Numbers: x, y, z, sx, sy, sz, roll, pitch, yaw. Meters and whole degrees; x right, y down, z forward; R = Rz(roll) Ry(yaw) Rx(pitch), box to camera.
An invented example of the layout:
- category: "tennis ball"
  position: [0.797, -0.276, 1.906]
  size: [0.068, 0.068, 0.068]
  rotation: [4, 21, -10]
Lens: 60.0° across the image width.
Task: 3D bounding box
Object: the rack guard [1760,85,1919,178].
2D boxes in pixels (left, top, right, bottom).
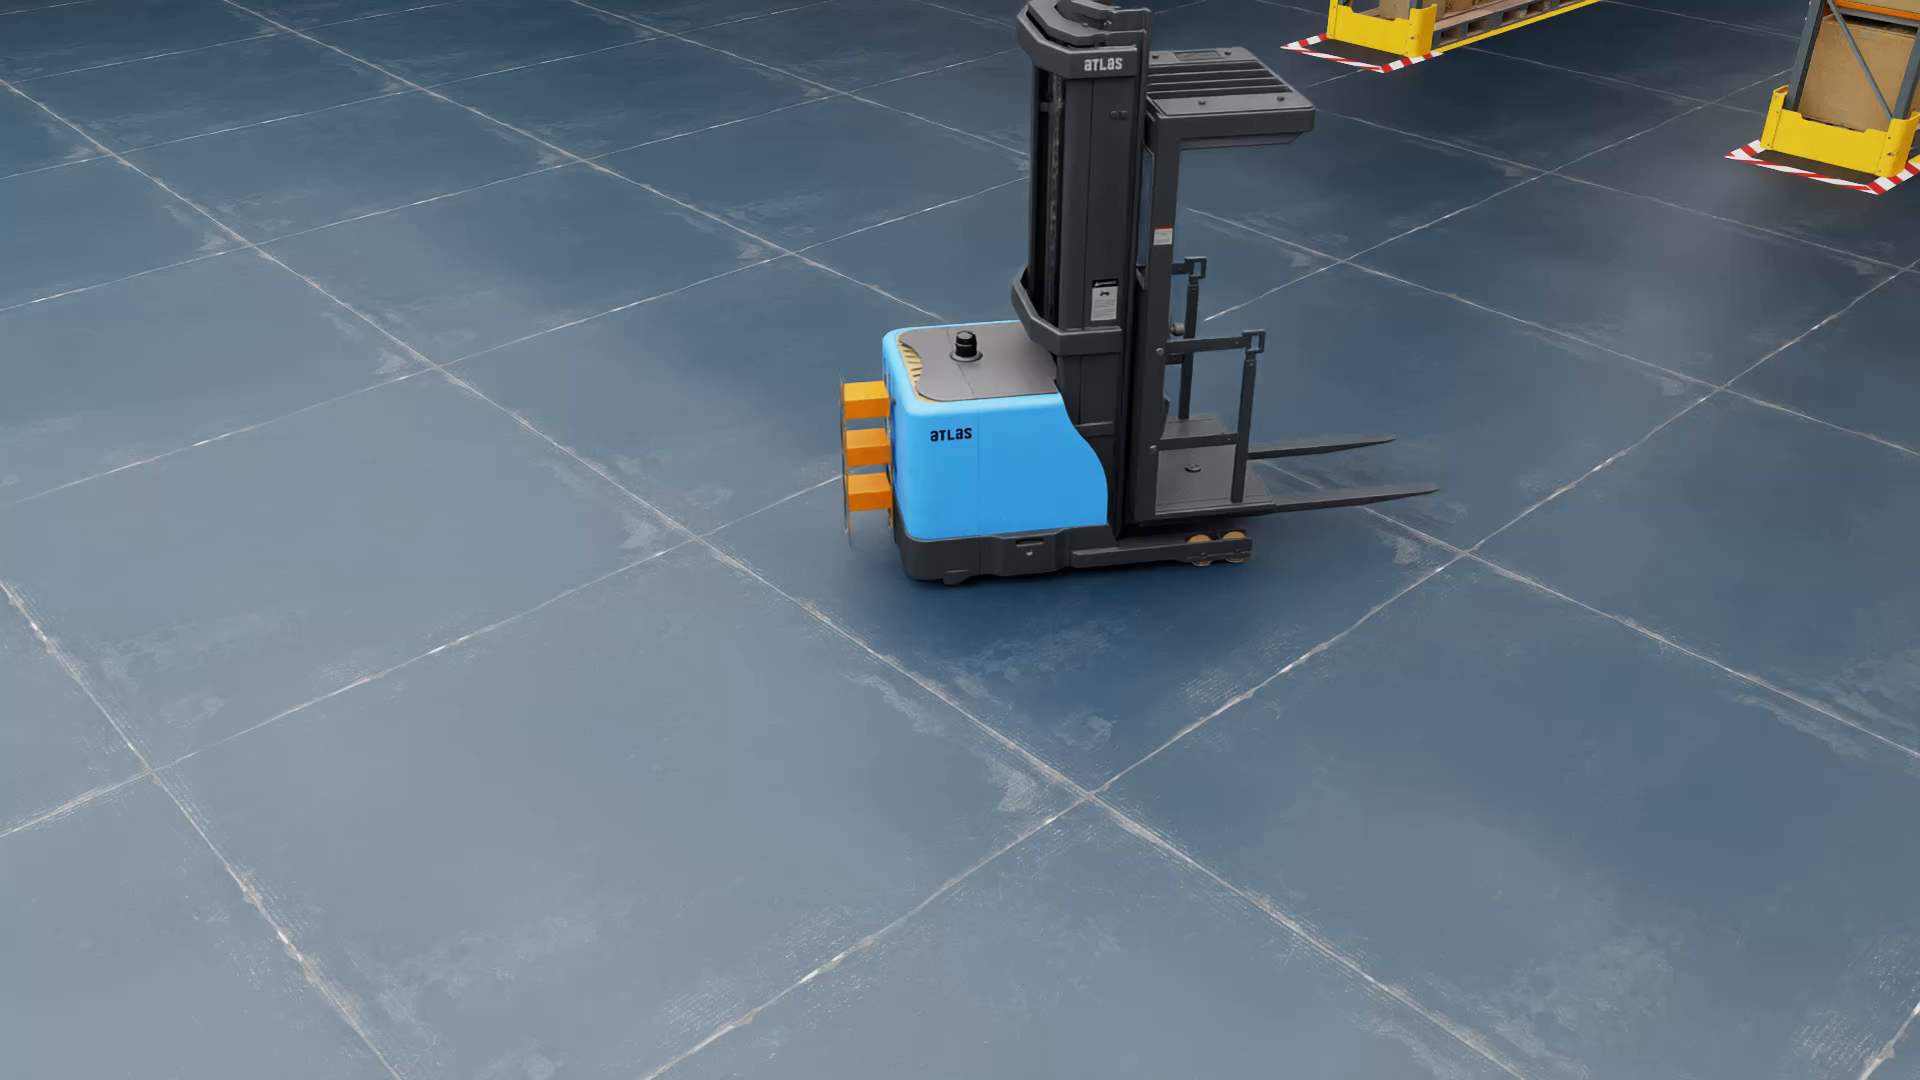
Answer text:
- category: "rack guard"
  position: [7.753, -3.617, 14.686]
  size: [0.348, 0.500, 1.175]
  rotation: [-26, 40, -35]

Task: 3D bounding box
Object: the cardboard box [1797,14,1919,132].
- category: "cardboard box"
  position: [8.223, -4.231, 14.928]
  size: [0.875, 0.875, 0.875]
  rotation: [-26, 40, -35]

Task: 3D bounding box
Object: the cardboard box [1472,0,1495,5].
- category: "cardboard box"
  position: [5.829, -6.393, 18.824]
  size: [0.500, 0.500, 0.500]
  rotation: [-22, 38, -31]

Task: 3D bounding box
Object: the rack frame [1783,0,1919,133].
- category: "rack frame"
  position: [7.771, -4.692, 14.048]
  size: [0.127, 3.000, 1.000]
  rotation: [-26, 40, -35]

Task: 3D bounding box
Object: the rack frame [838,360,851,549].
- category: "rack frame"
  position: [-0.625, -0.450, 8.980]
  size: [0.008, 1.050, 0.200]
  rotation: [-5, 32, -9]

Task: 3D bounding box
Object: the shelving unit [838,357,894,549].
- category: "shelving unit"
  position: [-0.505, -0.462, 8.998]
  size: [0.252, 1.050, 0.215]
  rotation: [-5, 32, -9]

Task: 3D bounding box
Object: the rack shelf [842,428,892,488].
- category: "rack shelf"
  position: [-0.505, -0.453, 9.004]
  size: [0.240, 0.259, 0.215]
  rotation: [-5, 32, -9]

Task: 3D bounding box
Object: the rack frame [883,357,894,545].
- category: "rack frame"
  position: [-0.385, -0.473, 9.017]
  size: [0.008, 1.050, 0.200]
  rotation: [-5, 32, -9]

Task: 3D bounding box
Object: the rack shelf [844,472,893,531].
- category: "rack shelf"
  position: [-0.505, -0.215, 9.149]
  size: [0.240, 0.259, 0.215]
  rotation: [-5, 32, -9]

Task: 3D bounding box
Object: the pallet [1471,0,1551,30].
- category: "pallet"
  position: [6.042, -6.168, 19.135]
  size: [1.213, 0.211, 1.003]
  rotation: [-26, 40, -35]

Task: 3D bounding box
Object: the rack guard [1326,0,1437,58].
- category: "rack guard"
  position: [4.528, -5.586, 17.906]
  size: [0.348, 0.500, 1.175]
  rotation: [-26, 40, -35]

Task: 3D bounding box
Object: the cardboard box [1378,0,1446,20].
- category: "cardboard box"
  position: [4.942, -5.953, 18.104]
  size: [0.500, 0.500, 0.500]
  rotation: [-18, 36, -27]

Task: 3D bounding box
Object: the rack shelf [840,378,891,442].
- category: "rack shelf"
  position: [-0.505, -0.695, 8.856]
  size: [0.240, 0.259, 0.215]
  rotation: [-5, 32, -9]

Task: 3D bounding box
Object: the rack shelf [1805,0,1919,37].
- category: "rack shelf"
  position: [9.237, -5.095, 15.396]
  size: [4.000, 0.370, 1.077]
  rotation: [-26, 40, -35]

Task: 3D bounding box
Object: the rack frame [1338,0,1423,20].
- category: "rack frame"
  position: [4.472, -6.626, 17.210]
  size: [0.127, 3.000, 1.000]
  rotation: [-26, 40, -35]

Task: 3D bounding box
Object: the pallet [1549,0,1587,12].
- category: "pallet"
  position: [6.937, -6.603, 19.846]
  size: [1.213, 0.211, 1.003]
  rotation: [-26, 40, -35]

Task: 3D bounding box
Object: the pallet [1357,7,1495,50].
- category: "pallet"
  position: [5.148, -5.737, 18.431]
  size: [1.213, 0.211, 1.003]
  rotation: [-26, 40, -35]

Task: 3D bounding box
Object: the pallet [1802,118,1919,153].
- category: "pallet"
  position: [8.304, -3.816, 15.289]
  size: [1.213, 0.211, 1.003]
  rotation: [-26, 40, -35]

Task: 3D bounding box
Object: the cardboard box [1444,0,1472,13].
- category: "cardboard box"
  position: [5.357, -6.179, 18.472]
  size: [0.500, 0.500, 0.500]
  rotation: [-15, 35, -23]

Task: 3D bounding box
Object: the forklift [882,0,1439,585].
- category: "forklift"
  position: [1.131, -1.376, 8.690]
  size: [3.031, 2.935, 1.130]
  rotation: [-5, 32, -9]
